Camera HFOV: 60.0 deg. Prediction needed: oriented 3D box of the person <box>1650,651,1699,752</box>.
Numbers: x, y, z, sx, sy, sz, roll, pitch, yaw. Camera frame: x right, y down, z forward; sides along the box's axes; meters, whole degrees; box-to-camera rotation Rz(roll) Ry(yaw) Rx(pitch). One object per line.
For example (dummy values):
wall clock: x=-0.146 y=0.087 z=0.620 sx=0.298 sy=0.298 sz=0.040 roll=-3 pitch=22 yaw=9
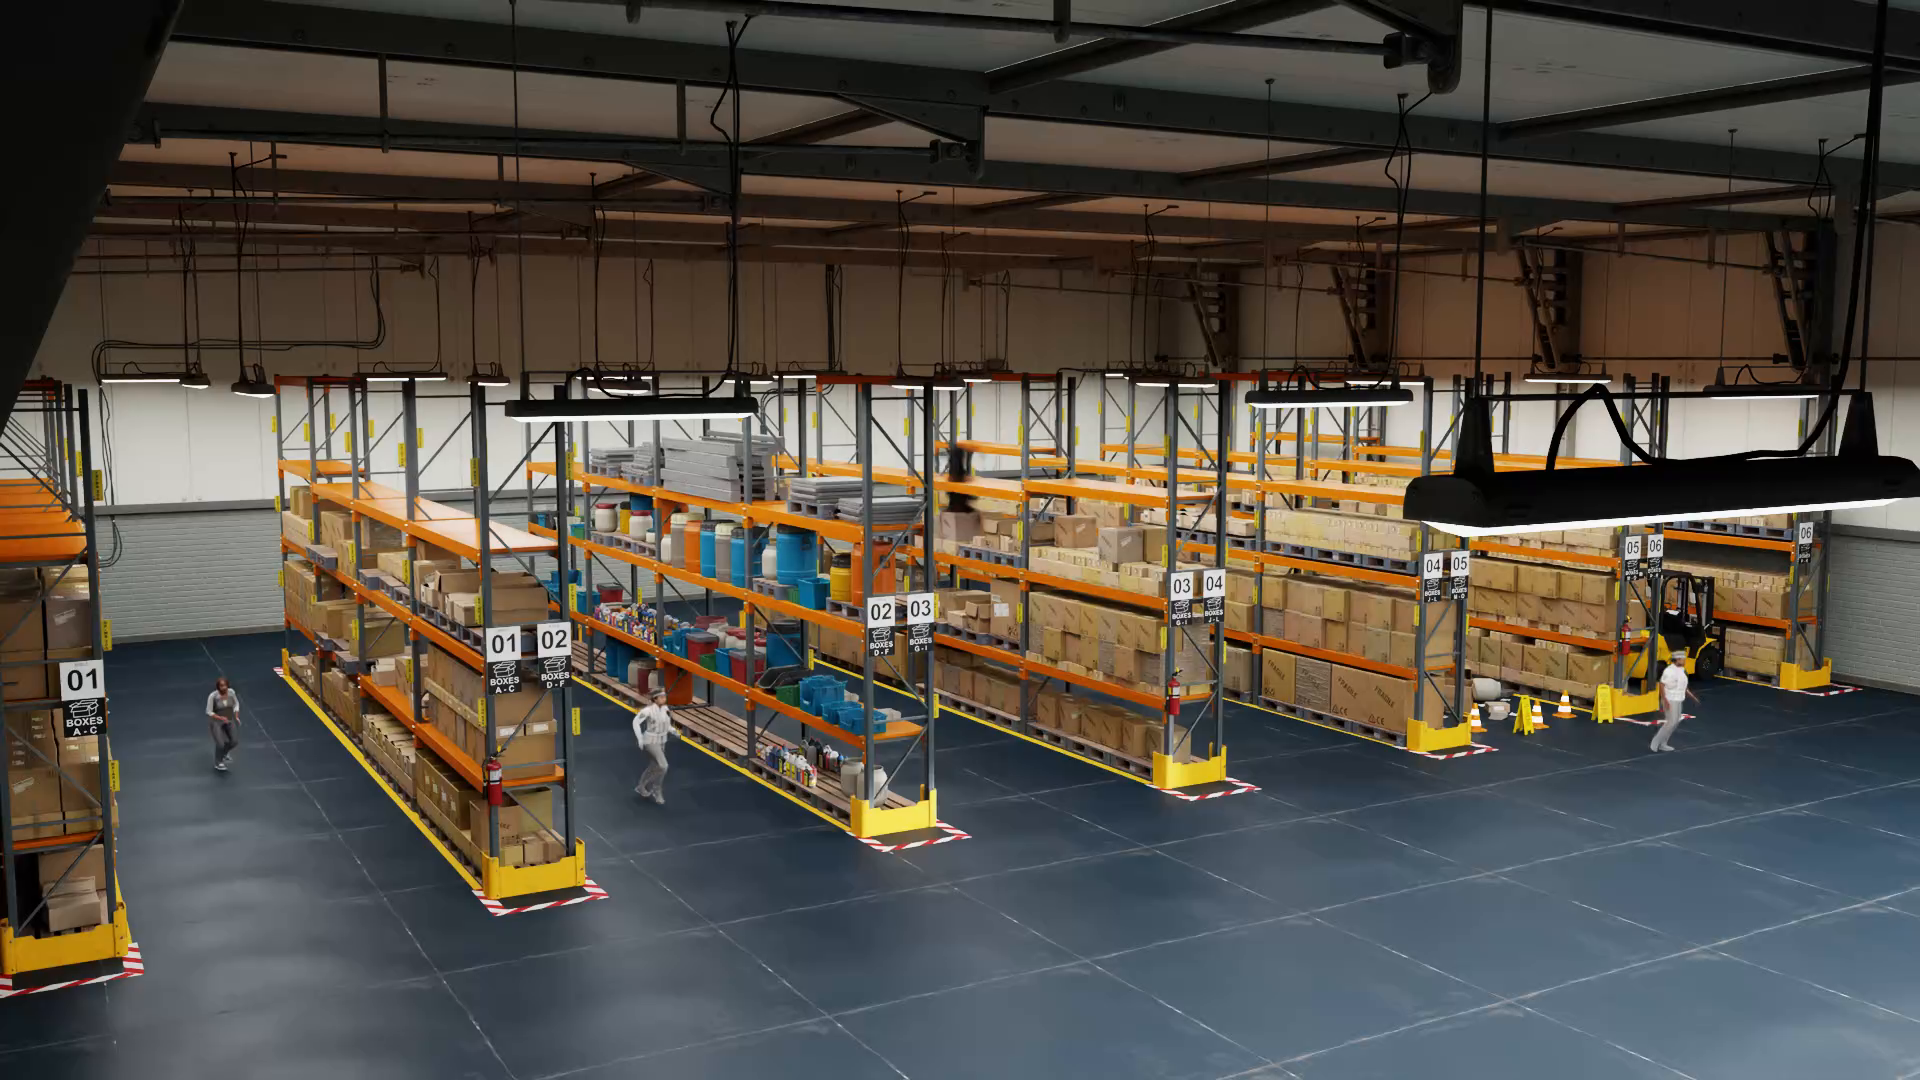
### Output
person: x=11.458 y=2.602 z=26.684 sx=0.707 sy=1.650 sz=0.579 roll=-6 pitch=8 yaw=-42

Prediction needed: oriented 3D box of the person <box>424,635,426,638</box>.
person: x=-11.587 y=1.551 z=36.387 sx=0.840 sy=1.644 sz=0.768 roll=-3 pitch=7 yaw=-27

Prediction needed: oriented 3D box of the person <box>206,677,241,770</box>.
person: x=-11.313 y=2.809 z=25.508 sx=0.707 sy=1.492 sz=0.525 roll=6 pitch=9 yaw=44

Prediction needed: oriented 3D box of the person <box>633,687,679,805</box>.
person: x=-4.360 y=2.923 z=23.719 sx=0.794 sy=1.702 sz=0.547 roll=4 pitch=7 yaw=31
